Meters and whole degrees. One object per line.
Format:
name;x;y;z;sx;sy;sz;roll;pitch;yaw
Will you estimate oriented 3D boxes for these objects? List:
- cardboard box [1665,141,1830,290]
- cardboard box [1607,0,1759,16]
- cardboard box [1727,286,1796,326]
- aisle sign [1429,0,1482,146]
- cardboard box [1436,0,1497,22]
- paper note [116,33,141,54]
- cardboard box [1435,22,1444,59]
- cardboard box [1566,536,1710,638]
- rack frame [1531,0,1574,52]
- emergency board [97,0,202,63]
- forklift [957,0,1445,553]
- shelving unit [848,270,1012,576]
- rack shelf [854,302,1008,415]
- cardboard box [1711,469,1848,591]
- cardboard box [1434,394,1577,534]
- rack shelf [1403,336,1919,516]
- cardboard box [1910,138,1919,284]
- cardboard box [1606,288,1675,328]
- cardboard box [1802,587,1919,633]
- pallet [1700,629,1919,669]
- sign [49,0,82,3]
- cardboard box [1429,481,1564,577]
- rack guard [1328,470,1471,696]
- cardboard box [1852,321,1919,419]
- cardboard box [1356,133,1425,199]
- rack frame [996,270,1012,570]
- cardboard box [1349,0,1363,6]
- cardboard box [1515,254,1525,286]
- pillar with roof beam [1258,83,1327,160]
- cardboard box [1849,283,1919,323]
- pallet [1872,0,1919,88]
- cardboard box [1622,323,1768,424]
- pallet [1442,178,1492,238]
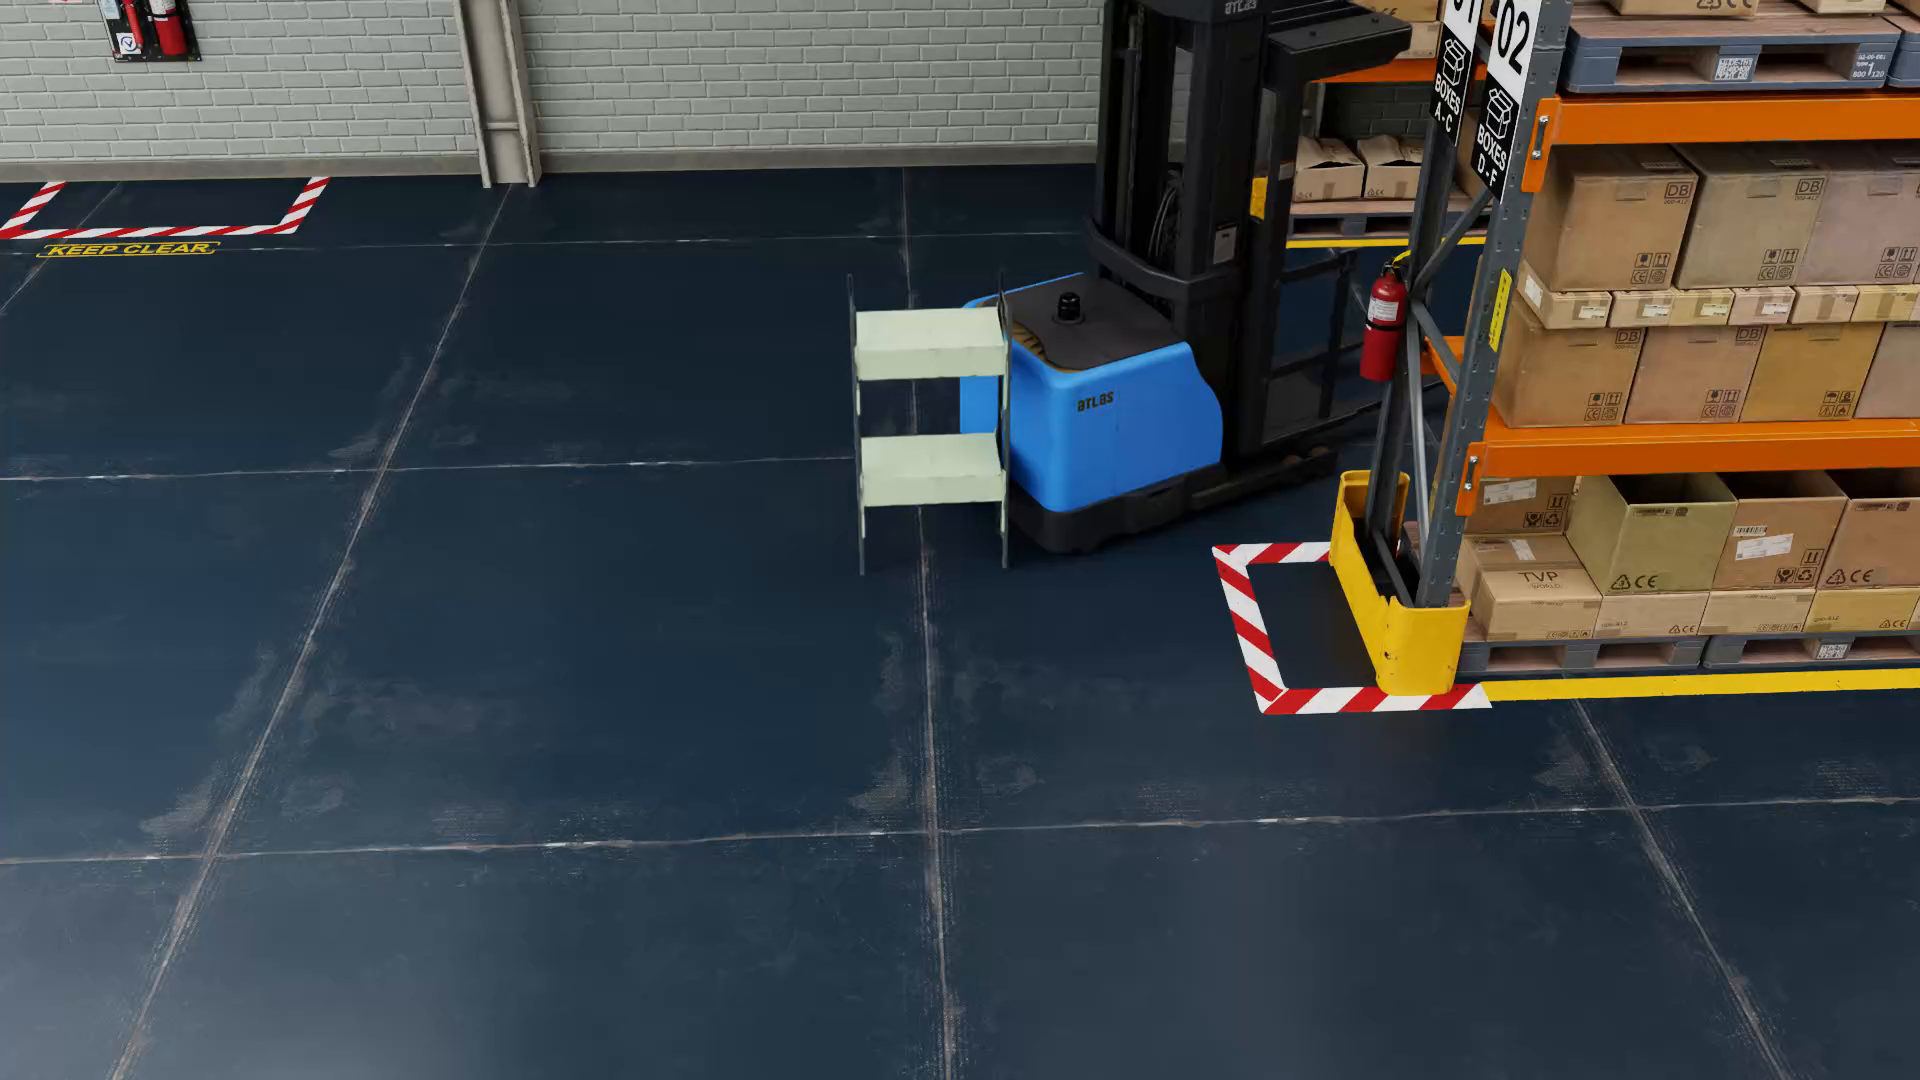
cardboard box;3.180;-1.442;7.006;0.500;0.500;0.700;-2;35;-3
cardboard box;2.710;-2.363;6.346;0.637;0.503;0.797;1;35;1
cardboard box;3.303;-1.060;7.023;0.250;0.149;0.380;-2;35;-3
aisle sign;2.056;-2.078;6.868;0.004;0.787;0.394;-2;35;-2
cardboard box;3.399;-3.774;11.059;0.500;0.500;0.500;-3;35;-4
paper note;-6.088;-3.635;12.177;0.142;0.148;0.016;-2;35;-2
cardboard box;3.427;-3.471;11.280;0.500;0.250;0.500;-2;35;-3
cardboard box;3.181;0.211;7.893;0.500;0.250;0.500;-2;35;-2
rack frame;2.135;-3.310;5.662;0.127;3.000;1.000;-2;35;-2
emergency board;-5.908;-3.963;11.877;0.643;1.169;0.194;-2;35;-2
forklift;1.519;-1.748;8.736;3.031;2.935;1.130;-18;39;-24
shelving unit;-0.149;-0.562;8.280;0.755;1.500;0.431;-2;35;-3
rack shelf;-0.149;-0.883;8.058;0.720;0.370;0.431;-2;35;-3
cardboard box;3.680;-0.117;7.708;0.500;0.500;0.500;-2;35;-2
cardboard box;2.657;-0.377;8.084;0.500;0.500;0.500;-2;35;-2
rack shelf;4.133;-0.601;7.652;4.000;0.370;1.077;-2;35;-2
cardboard box;4.184;-1.470;7.046;0.500;0.500;0.700;-2;35;-2
cardboard box;2.801;-1.048;7.007;0.250;0.149;0.380;-2;35;-3
cardboard box;4.180;0.187;7.927;0.500;0.250;0.500;-2;35;-2
pallet;4.113;0.228;8.272;1.213;0.211;1.003;-2;35;-2
sign;-6.465;-4.022;11.930;0.234;0.329;0.001;-2;35;-2
cardboard box;2.657;-0.068;8.296;0.500;0.250;0.500;-2;35;-2
rack guard;2.111;0.185;8.079;0.348;0.500;1.175;-2;35;-2
cardboard box;4.149;-0.933;7.411;0.500;0.500;0.700;-1;35;-1
cardboard box;3.162;-2.717;12.053;0.500;0.311;0.500;1;35;2
rack frame;0.216;-0.577;8.302;0.023;1.500;0.400;-2;35;-3
cardboard box;2.388;-3.756;11.033;0.500;0.500;0.500;-1;35;-2
cardboard box;2.508;-1.270;7.327;0.250;0.149;0.380;-2;35;-3
pillar with roof beam;2.759;-4.189;6.932;0.400;9.000;9.100;-2;35;-2
cardboard box;3.824;-1.075;7.046;0.250;0.149;0.380;-2;35;-3
pallet;4.064;-2.079;6.597;1.213;0.211;1.003;-2;35;-2
cardboard box;3.127;-0.907;7.373;0.500;0.500;0.700;-1;35;-1
pallet;4.002;-2.547;12.282;1.213;0.211;1.003;-2;35;-2
